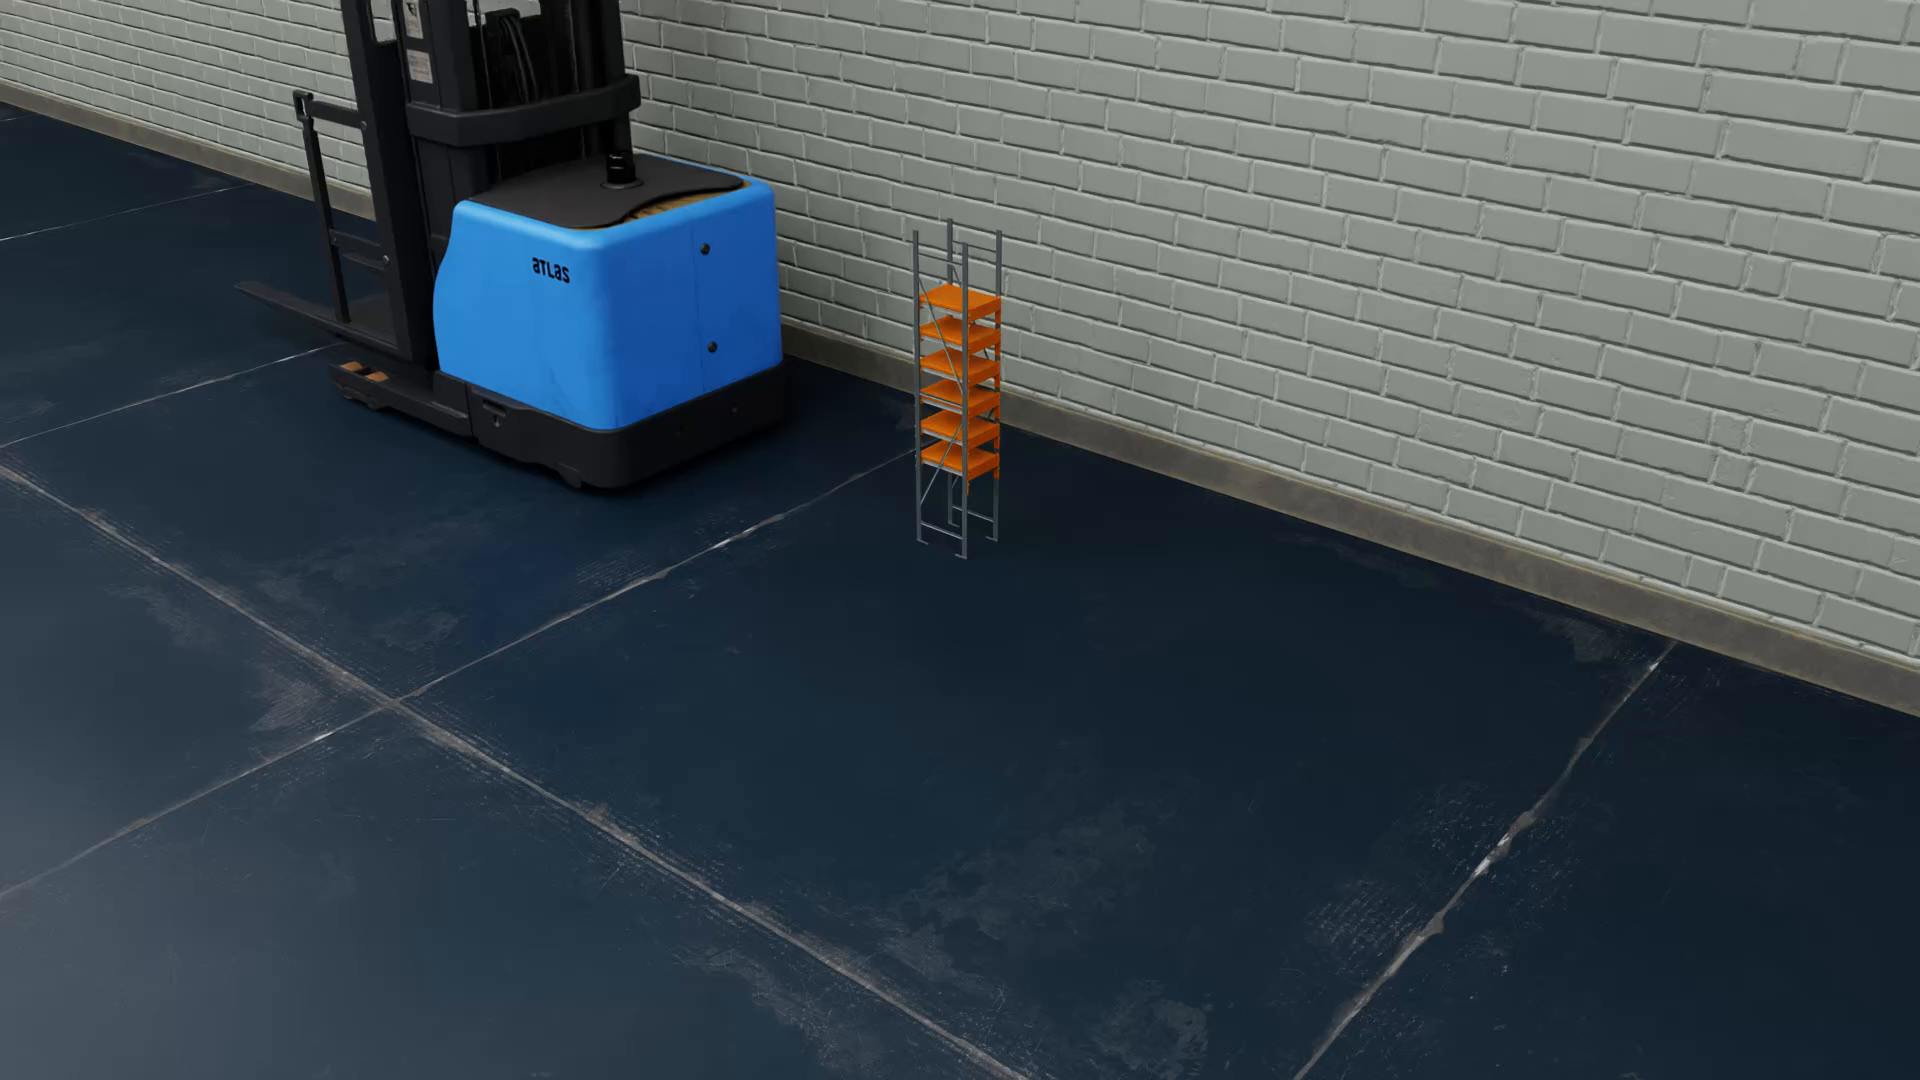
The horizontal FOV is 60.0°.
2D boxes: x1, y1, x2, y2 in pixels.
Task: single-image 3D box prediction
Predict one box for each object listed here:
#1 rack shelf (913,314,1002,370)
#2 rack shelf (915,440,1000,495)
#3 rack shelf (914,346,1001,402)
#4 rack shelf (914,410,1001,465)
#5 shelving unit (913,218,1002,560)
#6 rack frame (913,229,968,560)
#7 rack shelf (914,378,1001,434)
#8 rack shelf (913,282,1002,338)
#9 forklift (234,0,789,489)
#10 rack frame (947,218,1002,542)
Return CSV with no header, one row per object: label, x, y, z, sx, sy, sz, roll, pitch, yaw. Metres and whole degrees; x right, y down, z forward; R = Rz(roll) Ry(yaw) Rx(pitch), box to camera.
rack shelf,-0.009,-0.701,5.875,0.258,0.103,0.180,21,34,34
rack shelf,-0.009,-0.275,6.095,0.258,0.103,0.180,21,34,34
rack shelf,-0.009,-0.595,5.930,0.258,0.103,0.180,21,34,34
rack shelf,-0.009,-0.382,6.040,0.258,0.103,0.180,21,34,34
shelving unit,-0.009,-0.528,5.964,0.258,1.200,0.189,21,34,34
rack frame,-0.067,-0.495,5.902,0.240,1.200,0.006,21,34,34
rack shelf,-0.009,-0.488,5.985,0.258,0.103,0.180,21,34,34
rack shelf,-0.009,-0.808,5.819,0.258,0.103,0.180,21,34,34
forklift,-2.198,-2.044,7.012,3.031,2.935,1.130,20,34,34
rack frame,0.049,-0.560,6.027,0.240,1.200,0.006,21,34,34
